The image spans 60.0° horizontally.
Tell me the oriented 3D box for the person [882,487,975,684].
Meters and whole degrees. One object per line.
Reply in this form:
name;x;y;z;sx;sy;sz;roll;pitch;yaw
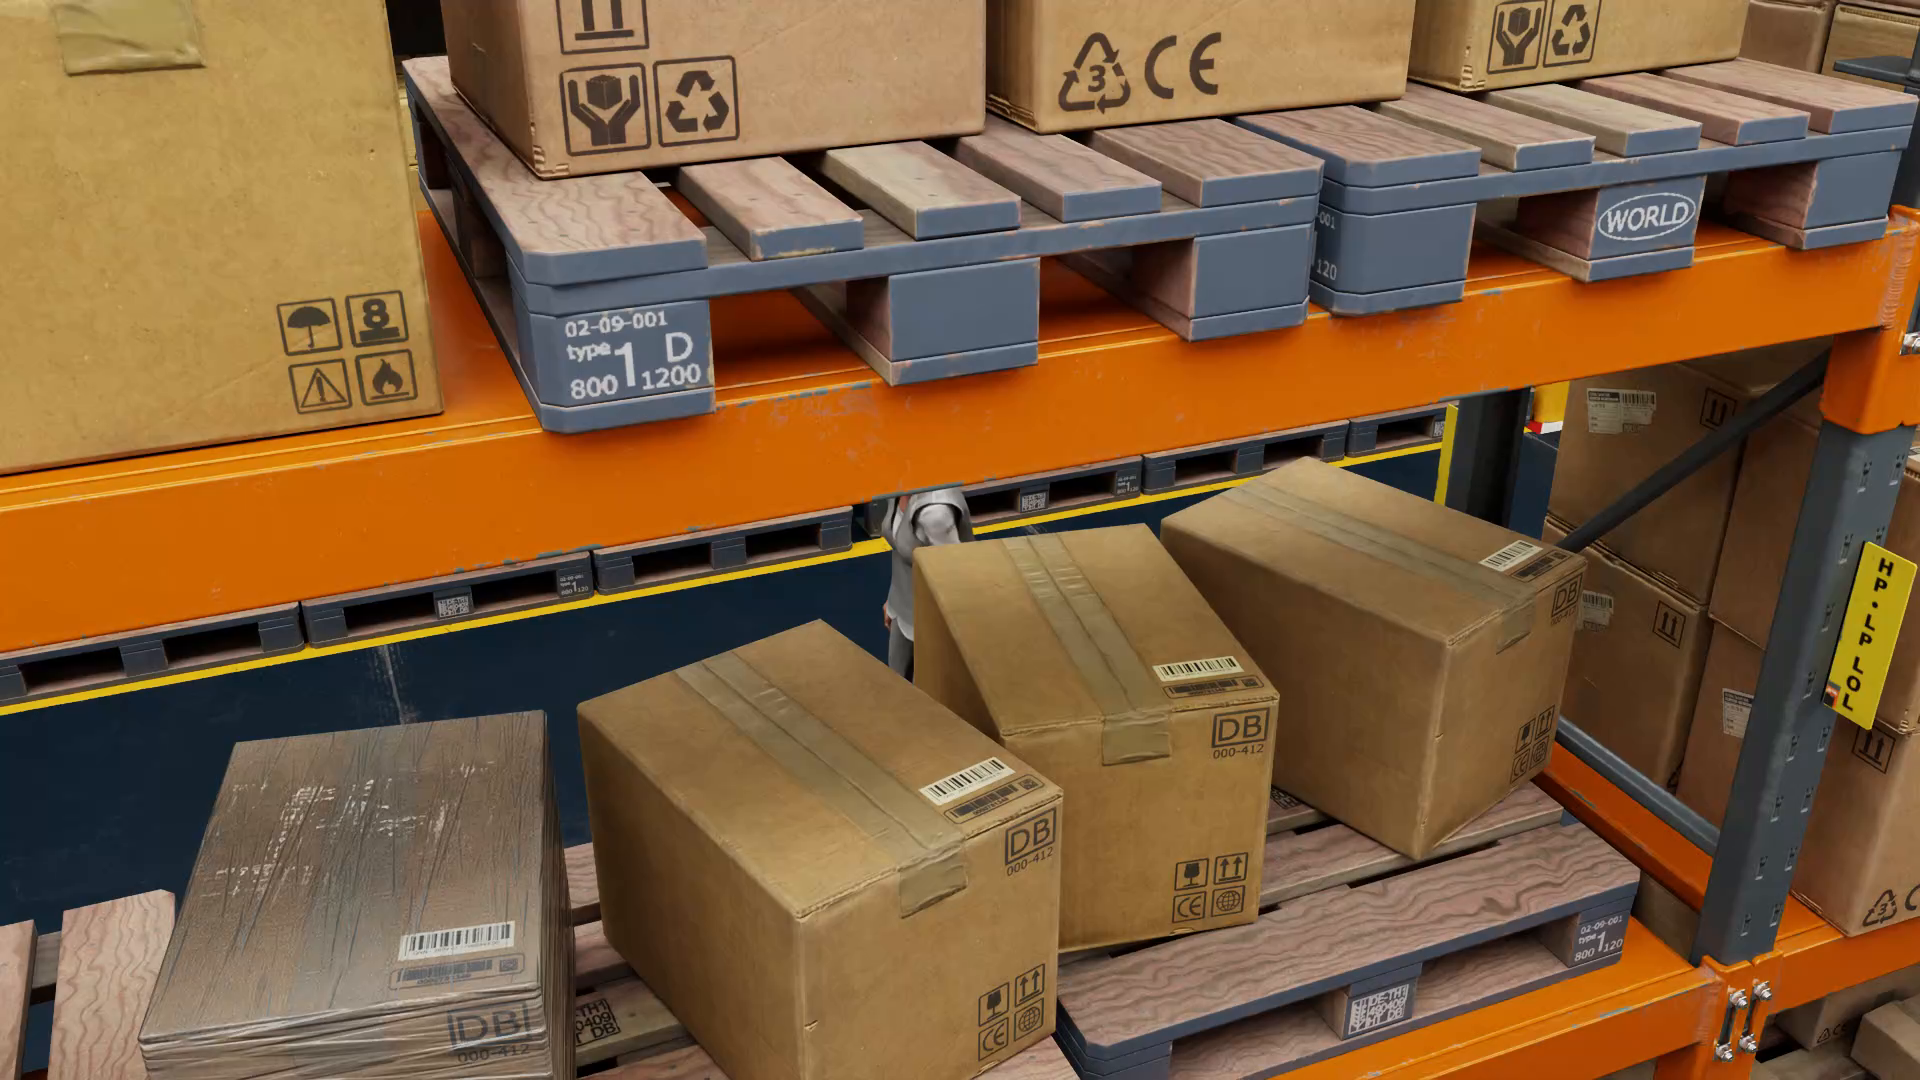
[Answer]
person;-0.120;0.294;5.531;0.346;1.593;0.464;-11;28;-21
